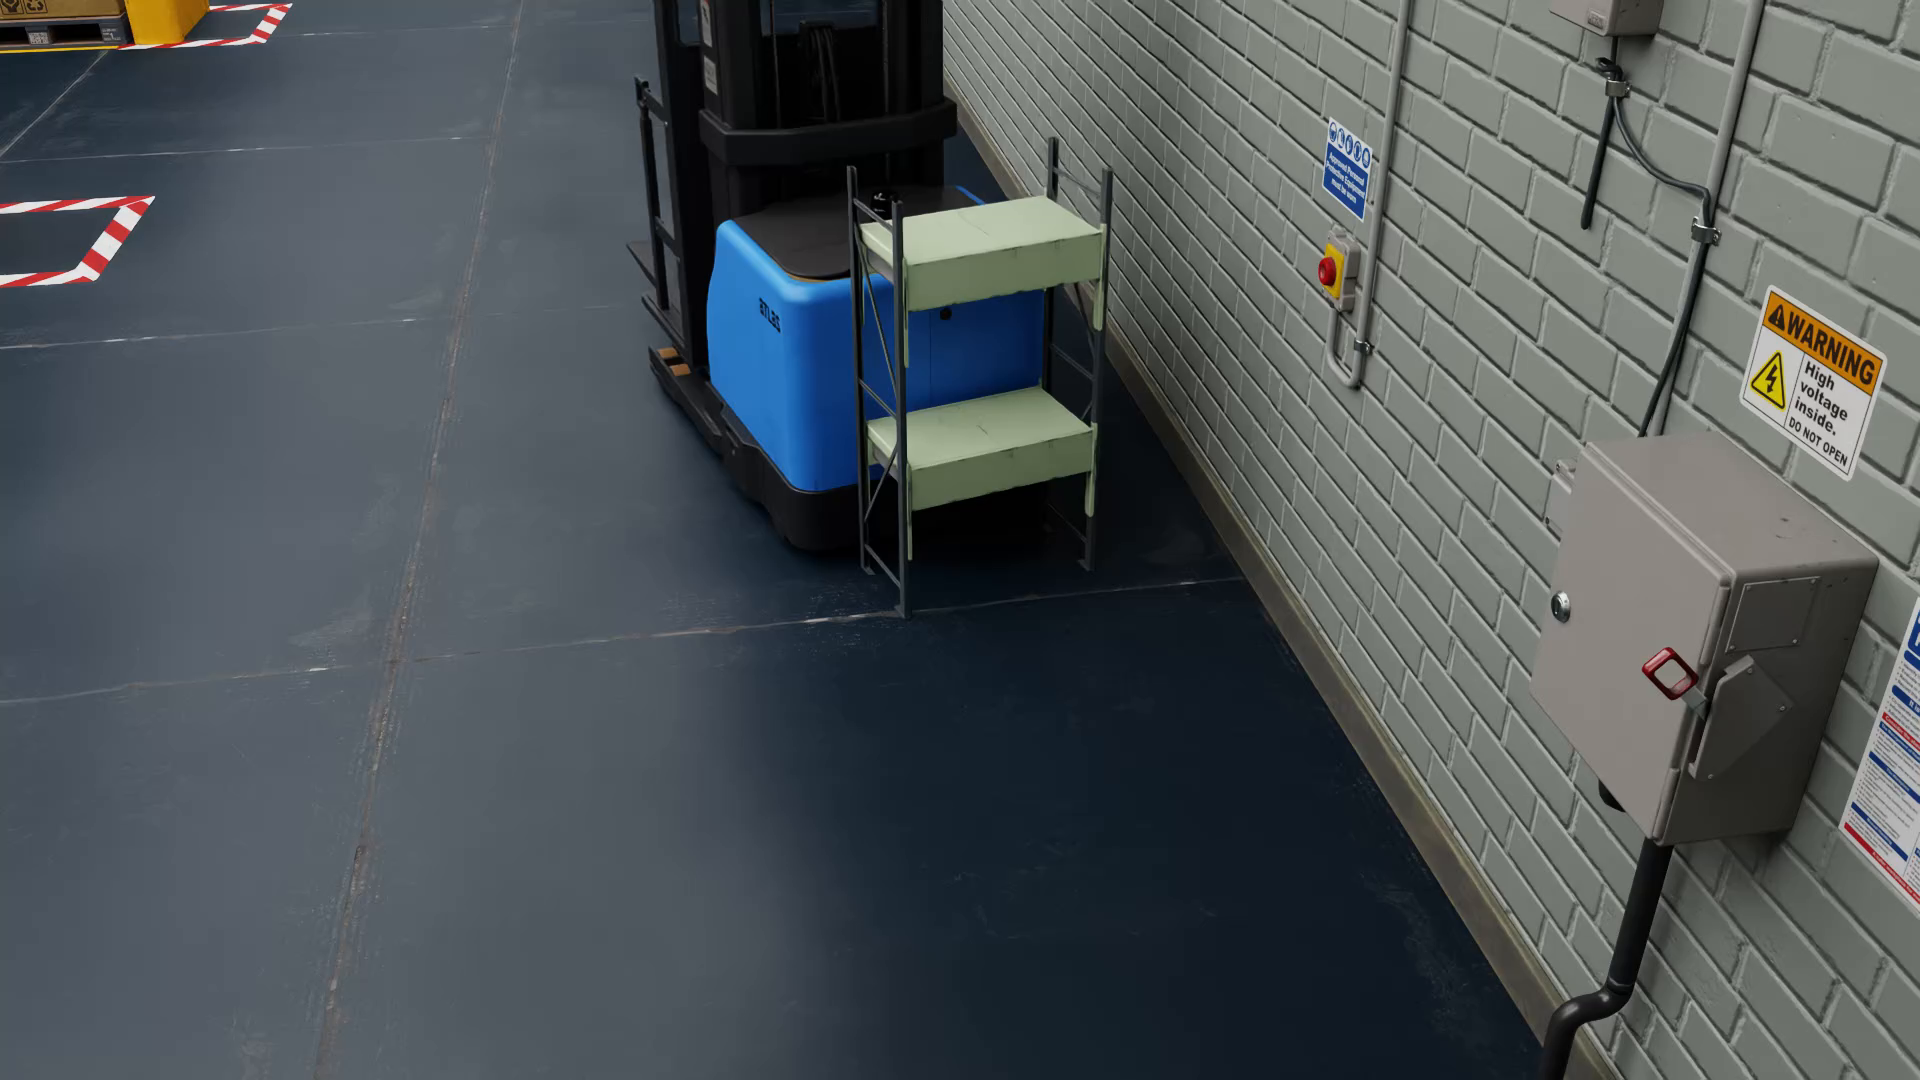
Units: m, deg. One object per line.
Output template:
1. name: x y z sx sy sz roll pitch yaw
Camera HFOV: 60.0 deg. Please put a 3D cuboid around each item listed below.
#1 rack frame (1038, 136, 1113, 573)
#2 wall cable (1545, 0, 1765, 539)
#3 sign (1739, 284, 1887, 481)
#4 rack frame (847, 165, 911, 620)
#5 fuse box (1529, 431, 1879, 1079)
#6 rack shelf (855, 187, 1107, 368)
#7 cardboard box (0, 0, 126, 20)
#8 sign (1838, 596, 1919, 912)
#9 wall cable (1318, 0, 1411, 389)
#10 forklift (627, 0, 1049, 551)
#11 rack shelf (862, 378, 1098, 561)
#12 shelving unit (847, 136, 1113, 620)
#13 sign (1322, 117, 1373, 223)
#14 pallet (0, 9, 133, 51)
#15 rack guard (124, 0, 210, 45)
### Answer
1. rack frame: 0.393 -0.620 5.825 0.023 1.500 0.400 -14 33 -22
2. wall cable: 1.348 -0.674 3.435 0.122 1.984 0.588 -5 31 -9
3. sign: 1.510 -0.284 2.959 0.001 0.242 0.339 -5 31 -9
4. rack frame: -0.268 -0.461 5.555 0.023 1.500 0.400 -14 33 -22
5. fuse box: 1.316 0.674 3.416 0.414 1.711 0.539 -5 31 -9
6. rack shelf: 0.063 -0.877 5.492 0.720 0.370 0.431 -14 33 -22
7. cardboard box: -6.861 -4.524 12.666 0.875 0.875 0.875 -5 31 -9
8. sign: 1.609 0.387 2.727 0.001 0.494 0.329 -5 31 -9
9. wall cable: 1.081 -1.394 4.628 0.123 1.953 0.585 -5 31 -9
10. forklift: -0.734 -1.951 6.676 1.130 2.935 3.031 -13 33 -21
11. rack shelf: 0.063 -0.260 5.855 0.720 0.370 0.431 -14 33 -22
12. shelving unit: 0.063 -0.541 5.690 0.755 1.500 0.431 -14 33 -22
13. sign: 1.133 -1.088 4.875 0.001 0.218 0.327 -5 31 -9
14. pallet: -7.019 -4.043 12.917 1.213 0.211 1.003 -5 31 -9
15. rack guard: -6.223 -4.281 13.038 0.348 0.500 1.175 -5 31 -9
